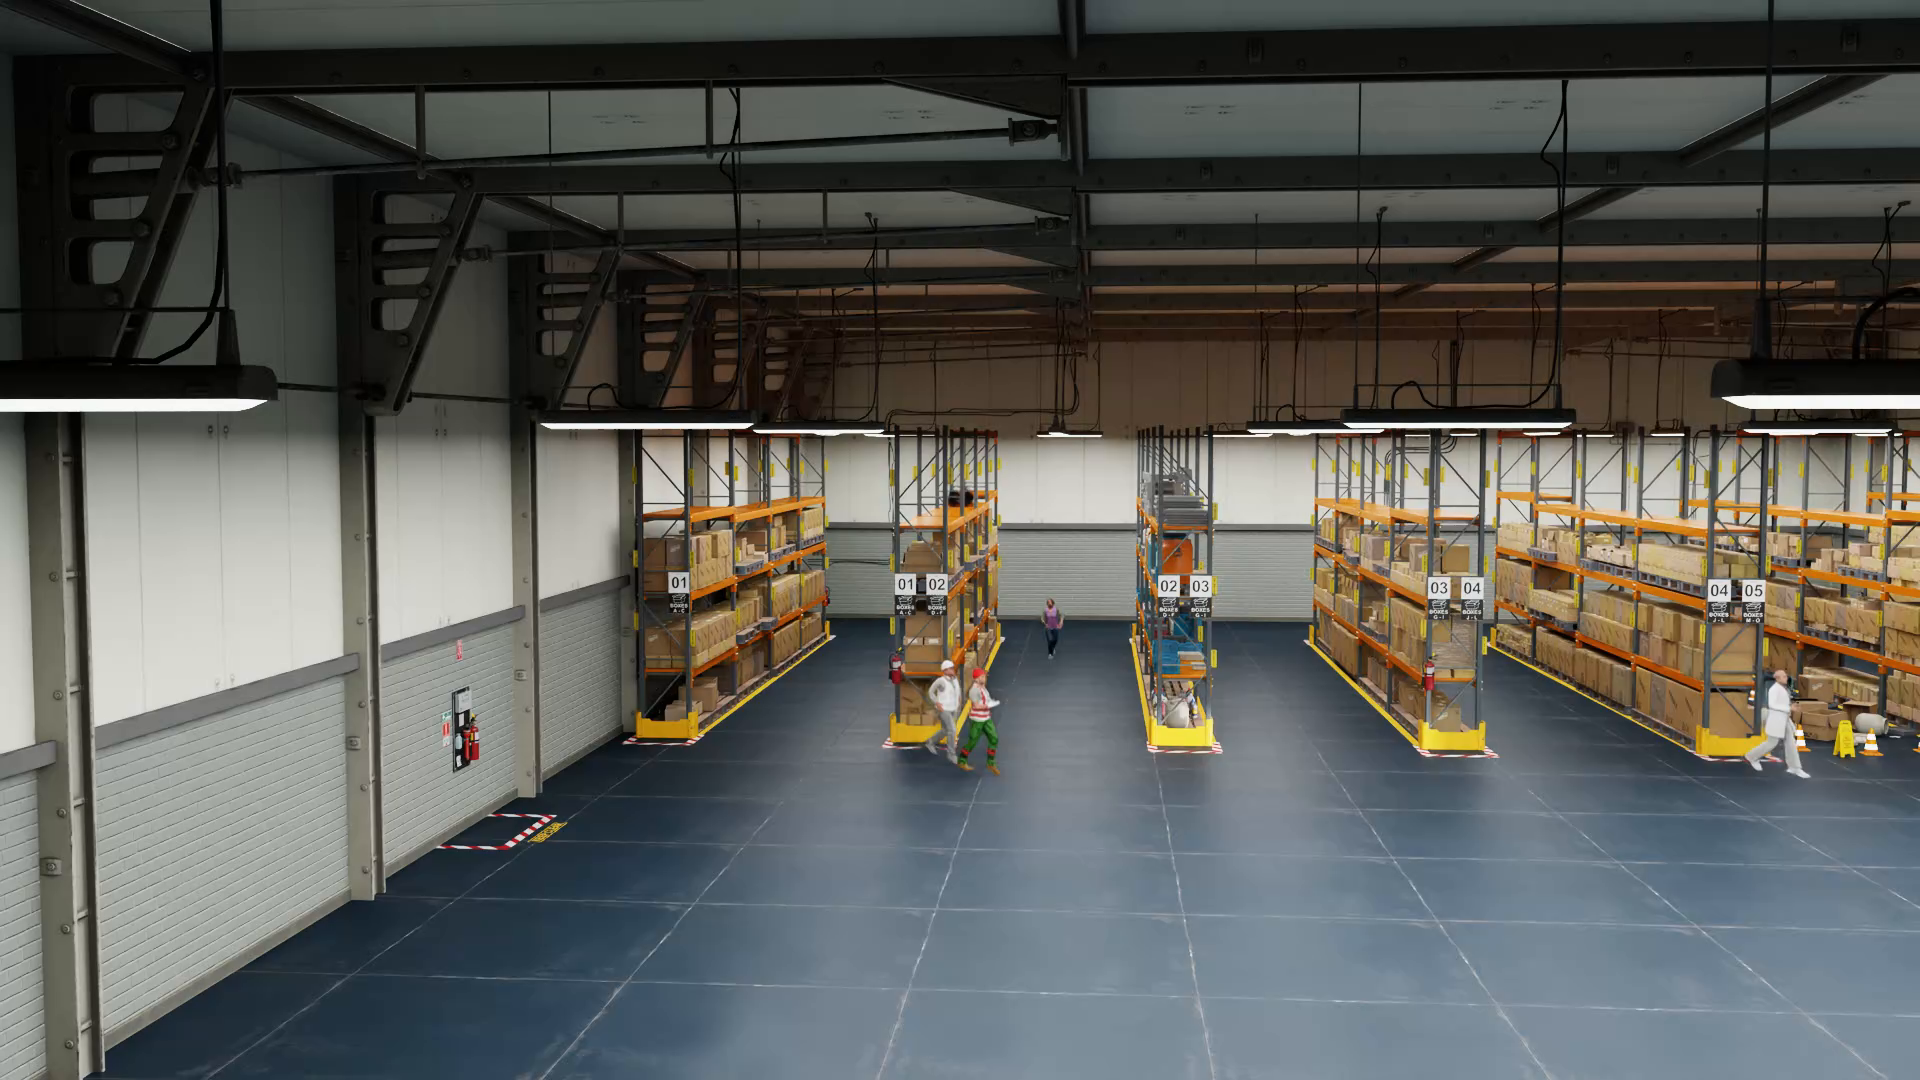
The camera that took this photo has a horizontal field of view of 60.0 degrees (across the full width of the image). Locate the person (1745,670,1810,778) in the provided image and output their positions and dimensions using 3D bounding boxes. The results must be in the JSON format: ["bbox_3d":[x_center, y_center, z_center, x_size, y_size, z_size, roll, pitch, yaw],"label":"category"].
[{"bbox_3d":[13.918,3.104,28.292,0.724,1.795,1.054,-3,4,-40],"label":"person"}]

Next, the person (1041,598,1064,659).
[{"bbox_3d":[2.285,2.205,41.303,0.560,1.516,0.558,0,3,6],"label":"person"}]

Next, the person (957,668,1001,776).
[{"bbox_3d":[0.343,3.109,28.440,0.787,1.845,0.647,2,4,26],"label":"person"}]

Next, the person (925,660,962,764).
[{"bbox_3d":[-0.261,3.047,29.775,0.848,1.806,0.672,2,4,33],"label":"person"}]
